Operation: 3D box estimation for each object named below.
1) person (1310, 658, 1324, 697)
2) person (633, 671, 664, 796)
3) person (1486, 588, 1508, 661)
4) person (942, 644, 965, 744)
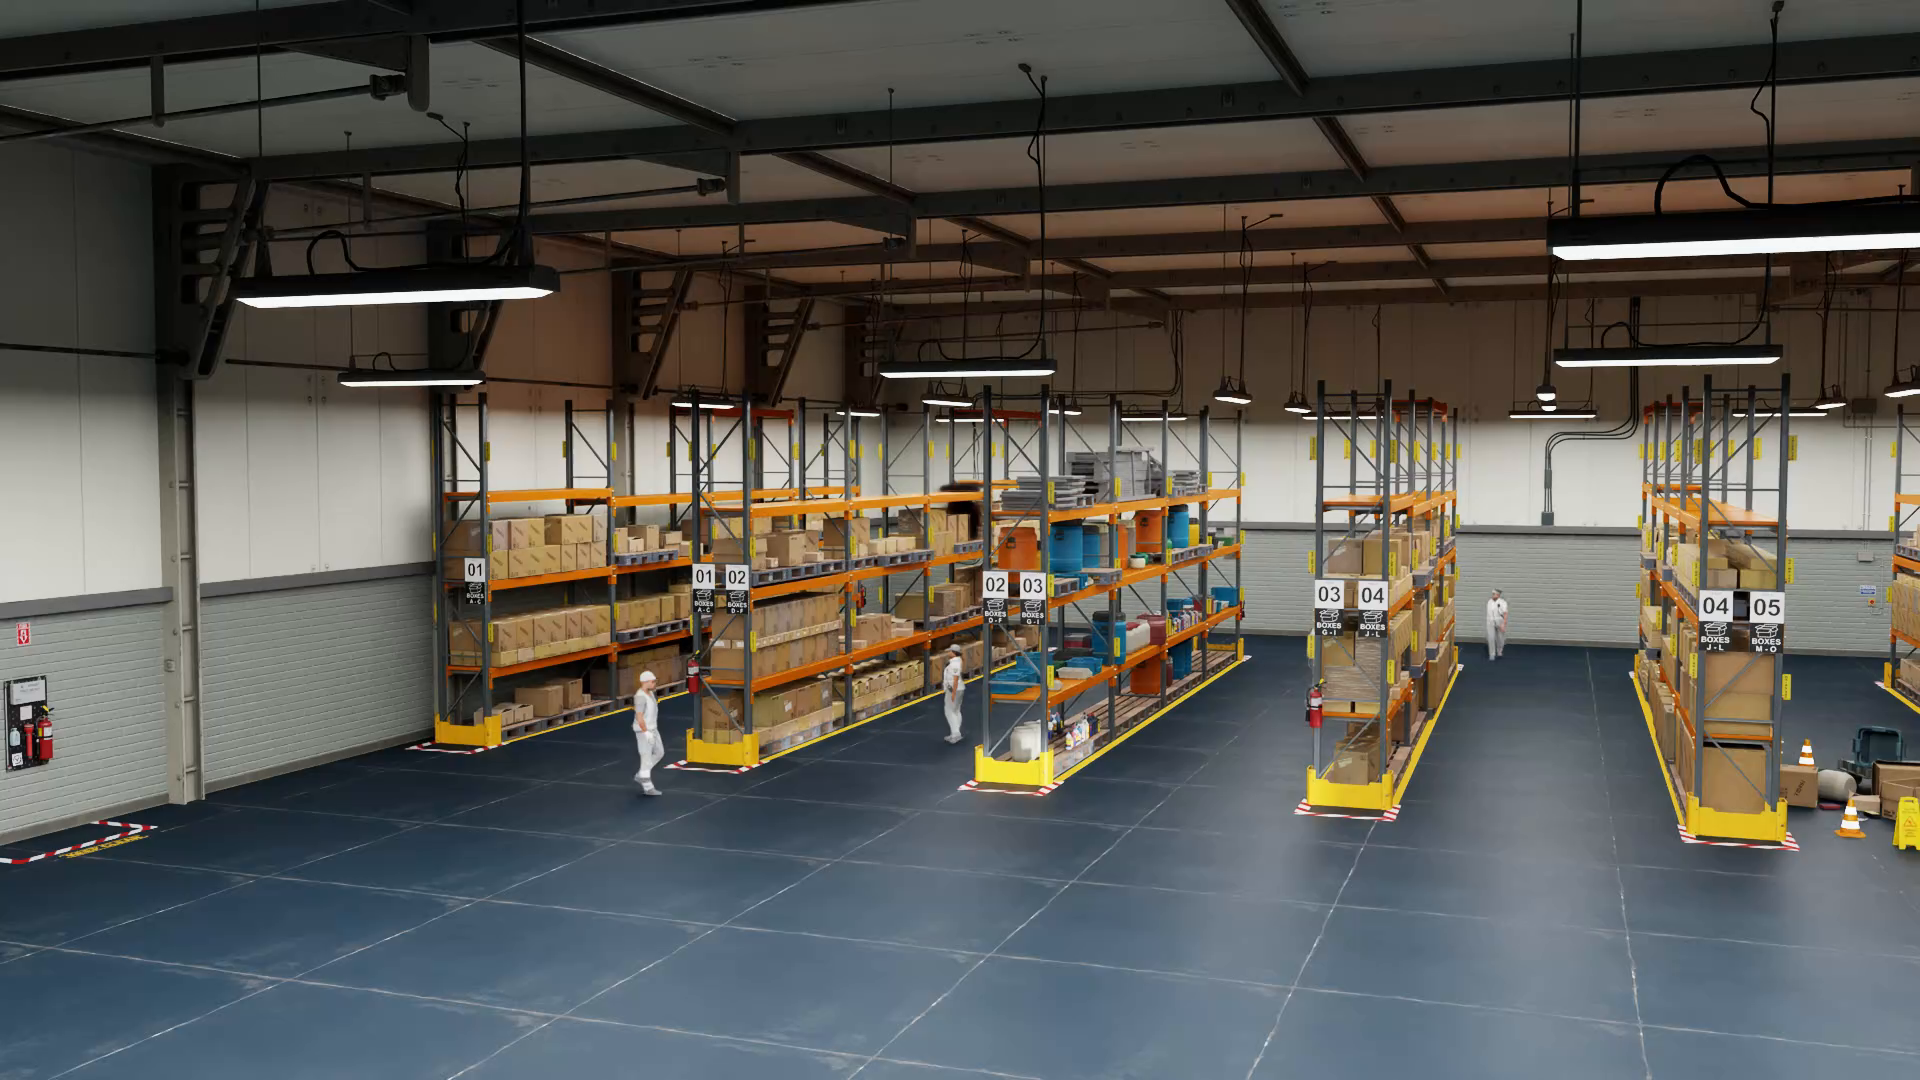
[{"bbox_3d":[7.308,2.391,33.358,0.604,1.725,0.489,-1,3,-16],"label":"person"},{"bbox_3d":[-4.557,2.809,24.348,0.535,1.786,0.669,1,3,10],"label":"person"},{"bbox_3d":[12.895,2.019,39.933,0.486,1.718,1.086,1,3,16],"label":"person"},{"bbox_3d":[-0.105,2.656,28.734,0.381,1.709,0.533,0,3,8],"label":"person"}]
